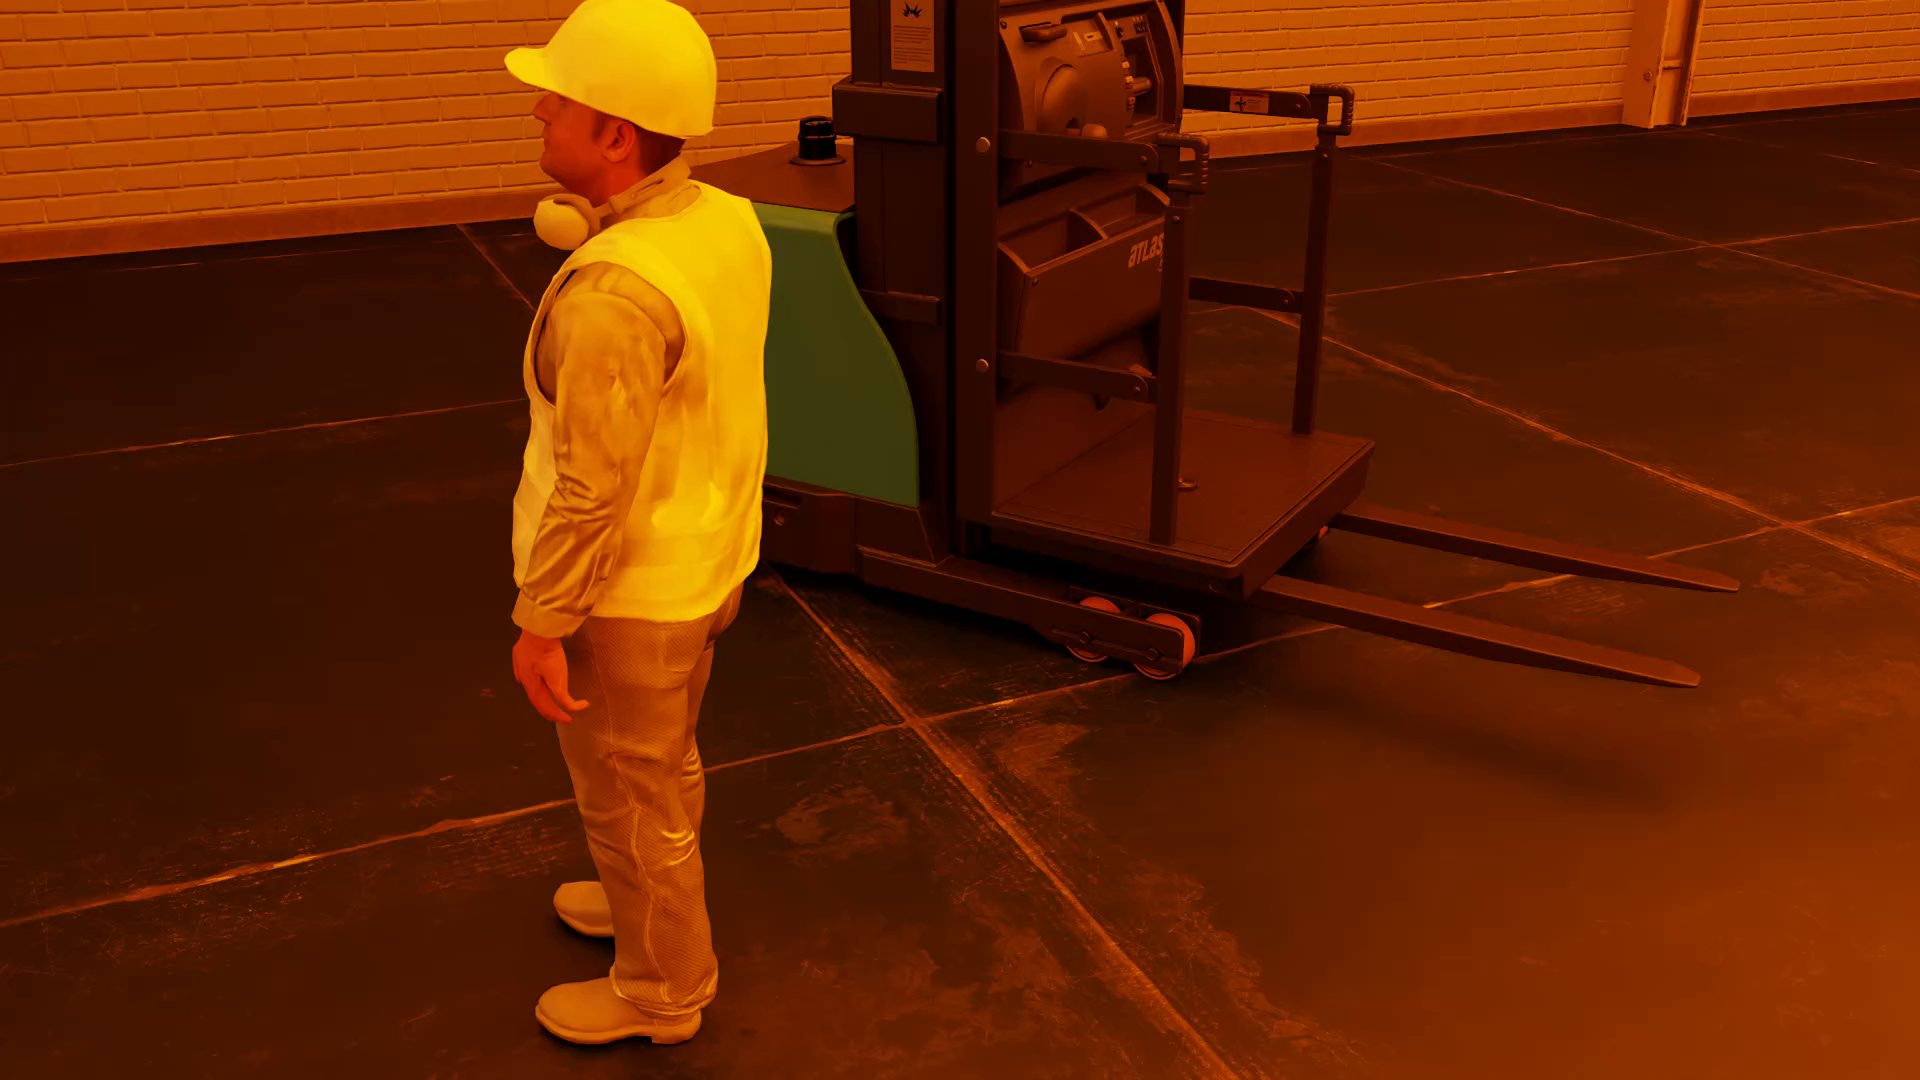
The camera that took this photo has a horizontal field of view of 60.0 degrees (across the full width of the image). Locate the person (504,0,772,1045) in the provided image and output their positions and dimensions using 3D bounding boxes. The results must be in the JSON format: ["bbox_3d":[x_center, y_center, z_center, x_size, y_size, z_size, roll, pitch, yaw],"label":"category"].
[{"bbox_3d":[-0.584,0.040,2.680,0.566,1.776,0.633,5,23,12],"label":"person"}]

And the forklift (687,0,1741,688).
[{"bbox_3d":[0.534,-1.229,4.245,3.031,2.935,1.130,13,26,29],"label":"forklift"}]
